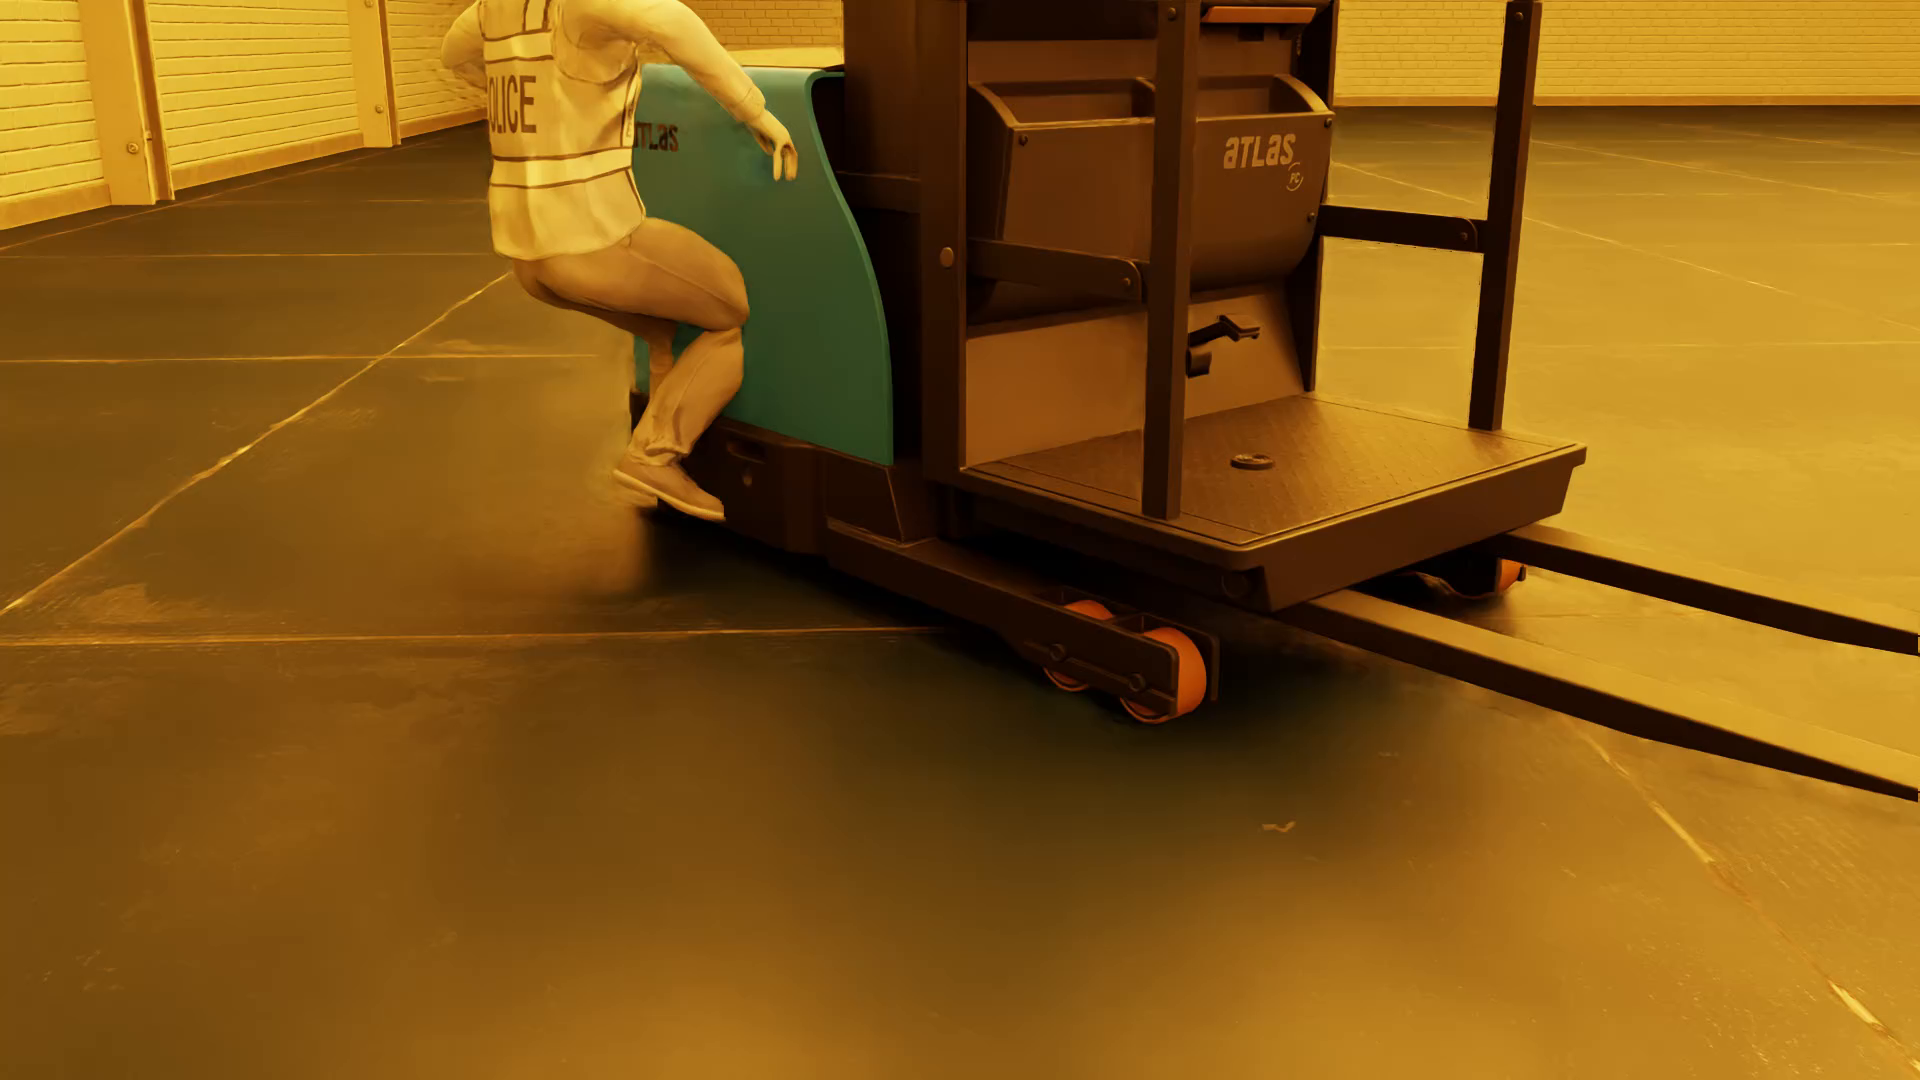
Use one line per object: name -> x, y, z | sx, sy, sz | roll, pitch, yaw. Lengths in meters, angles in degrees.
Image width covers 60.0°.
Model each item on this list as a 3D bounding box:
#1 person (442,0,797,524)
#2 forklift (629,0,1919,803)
person -> -0.661, -0.729, 3.677 | 0.767, 1.525, 0.991 | -13, 21, -37
forklift -> 0.537, -1.250, 2.994 | 1.130, 2.935, 3.031 | -14, 22, -39
